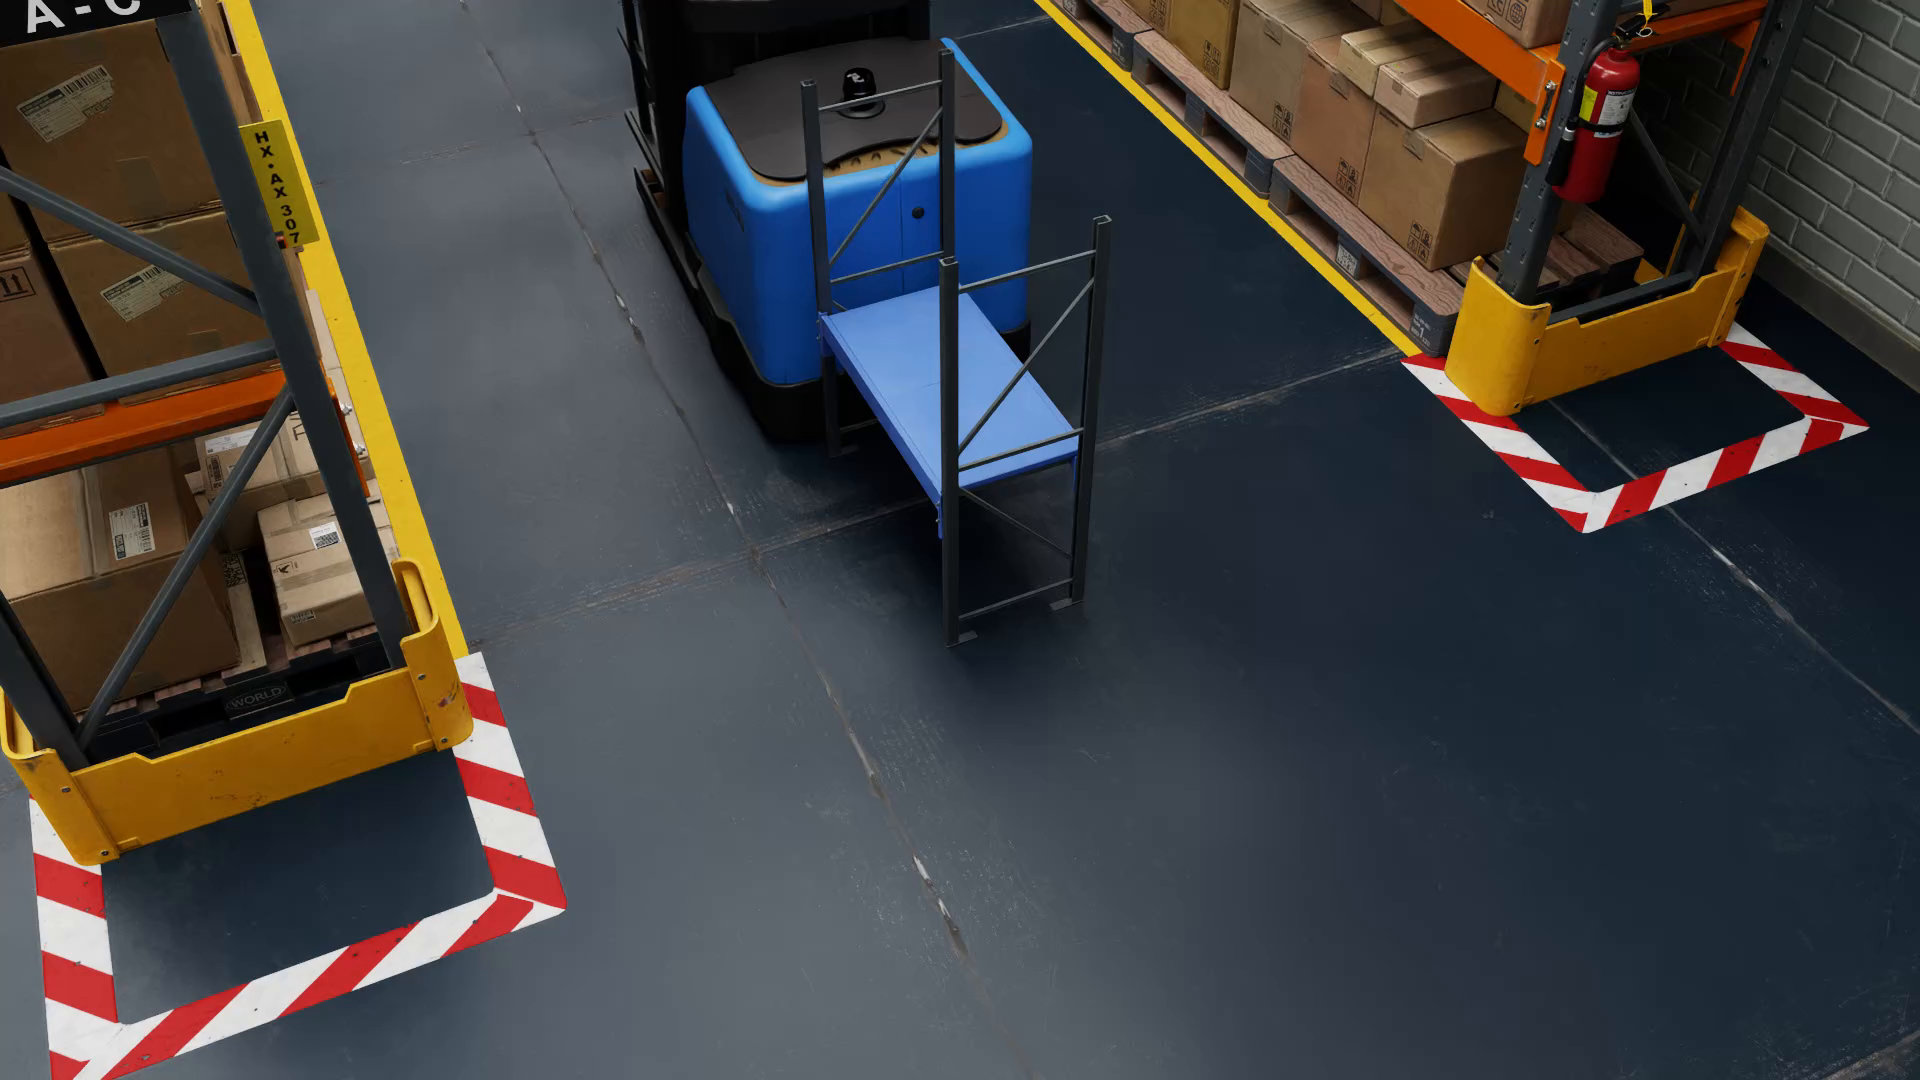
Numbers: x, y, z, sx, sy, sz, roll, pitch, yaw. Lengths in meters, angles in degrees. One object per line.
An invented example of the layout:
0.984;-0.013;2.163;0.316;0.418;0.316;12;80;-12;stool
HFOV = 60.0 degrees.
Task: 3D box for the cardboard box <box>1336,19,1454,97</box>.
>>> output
1.723;-1.908;6.567;0.380;0.149;0.250;-17;47;-16;cardboard box

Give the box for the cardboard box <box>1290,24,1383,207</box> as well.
1.840;-1.806;6.925;0.700;0.500;0.500;-18;47;-18;cardboard box

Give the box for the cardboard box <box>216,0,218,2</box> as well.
-3.722;-2.541;7.656;0.500;0.500;0.500;-20;48;-19;cardboard box

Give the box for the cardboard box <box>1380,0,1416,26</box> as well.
1.966;-2.179;6.842;0.380;0.149;0.250;-18;47;-17;cardboard box

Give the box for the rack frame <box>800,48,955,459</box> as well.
-0.250;-0.912;5.607;0.500;1.500;0.032;-18;47;-17;rack frame

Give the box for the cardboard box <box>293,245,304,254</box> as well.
-2.927;-1.336;6.570;0.500;0.311;0.500;-18;47;-17;cardboard box

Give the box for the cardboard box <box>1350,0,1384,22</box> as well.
1.858;-2.341;7.006;0.380;0.149;0.250;-17;47;-17;cardboard box

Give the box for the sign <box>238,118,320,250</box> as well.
-1.565;-0.814;3.823;0.100;0.325;0.005;-18;47;-17;sign

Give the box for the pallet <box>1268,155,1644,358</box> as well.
2.028;-1.304;6.922;1.003;0.211;1.213;-18;47;-17;pallet

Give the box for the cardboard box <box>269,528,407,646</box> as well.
-1.922;0.145;5.184;0.380;0.149;0.250;-18;47;-17;cardboard box

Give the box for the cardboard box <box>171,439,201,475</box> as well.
-2.882;-0.411;5.675;0.500;0.250;0.500;-18;47;-17;cardboard box

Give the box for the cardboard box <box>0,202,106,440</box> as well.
-2.493;-0.586;4.137;0.500;0.500;0.500;-17;47;-16;cardboard box

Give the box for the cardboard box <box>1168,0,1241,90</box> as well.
1.397;-2.463;7.592;0.700;0.500;0.500;-17;47;-16;cardboard box

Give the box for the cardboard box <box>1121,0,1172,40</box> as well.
1.183;-2.791;7.924;0.700;0.500;0.500;-18;48;-18;cardboard box

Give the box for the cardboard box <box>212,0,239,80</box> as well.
-2.644;-1.708;5.274;0.500;0.500;0.500;-17;47;-17;cardboard box

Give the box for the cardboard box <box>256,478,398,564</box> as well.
-2.027;-0.021;5.340;0.380;0.166;0.250;-18;47;-17;cardboard box

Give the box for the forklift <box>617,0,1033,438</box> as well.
-0.756;-2.461;6.157;1.130;2.935;3.031;-16;47;-15;forklift

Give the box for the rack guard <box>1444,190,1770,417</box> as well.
2.446;-0.905;6.312;1.175;0.500;0.348;-18;47;-17;rack guard

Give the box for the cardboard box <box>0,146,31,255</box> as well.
-2.494;-0.939;3.783;0.500;0.500;0.500;-18;48;-18;cardboard box

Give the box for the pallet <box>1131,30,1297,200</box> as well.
1.519;-2.081;7.708;1.003;0.211;1.213;-18;47;-17;pallet

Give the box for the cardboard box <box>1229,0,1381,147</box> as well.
1.628;-2.126;7.250;0.700;0.500;0.500;-19;48;-19;cardboard box

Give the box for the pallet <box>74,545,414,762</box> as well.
-2.426;0.091;5.507;1.003;0.211;1.213;-18;47;-17;pallet

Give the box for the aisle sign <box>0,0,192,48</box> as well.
-1.762;-1.314;3.095;0.394;0.787;0.004;-18;47;-17;aisle sign

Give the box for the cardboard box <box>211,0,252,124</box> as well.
-2.435;-1.389;4.951;0.500;0.500;0.500;-18;47;-18;cardboard box

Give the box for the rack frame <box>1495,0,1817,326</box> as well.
2.435;-1.810;5.449;1.000;3.000;0.127;-18;47;-17;rack frame

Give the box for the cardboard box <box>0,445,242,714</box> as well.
-2.510;0.114;4.965;0.500;0.500;0.500;-18;47;-17;cardboard box

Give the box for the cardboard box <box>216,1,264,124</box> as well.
-3.242;-1.882;6.988;0.500;0.500;0.500;-18;47;-17;cardboard box

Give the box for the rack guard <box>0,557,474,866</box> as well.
-2.089;0.496;4.891;1.175;0.500;0.348;-18;47;-17;rack guard

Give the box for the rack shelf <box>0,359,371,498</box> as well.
-2.898;-1.364;5.509;1.077;0.370;4.000;-18;47;-17;rack shelf

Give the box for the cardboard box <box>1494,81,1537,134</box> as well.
2.284;-1.697;6.353;0.380;0.149;0.250;-18;47;-17;cardboard box

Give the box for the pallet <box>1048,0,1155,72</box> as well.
1.002;-2.859;8.497;1.003;0.211;1.213;-18;47;-17;pallet

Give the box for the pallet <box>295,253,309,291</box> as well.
-2.935;-0.685;6.294;1.003;0.211;1.213;-18;47;-17;pallet

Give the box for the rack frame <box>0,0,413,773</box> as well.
-2.057;-0.345;3.964;1.000;3.000;0.127;-18;47;-17;rack frame

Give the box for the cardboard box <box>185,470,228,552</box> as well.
-2.598;-0.052;5.371;0.380;0.166;0.250;-18;47;-17;cardboard box

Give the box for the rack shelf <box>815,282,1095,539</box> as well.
-0.036;-0.460;5.405;0.538;0.185;1.000;-18;47;-17;rack shelf

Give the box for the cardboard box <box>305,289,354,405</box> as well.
-2.449;-0.591;5.857;0.500;0.250;0.500;-18;47;-17;cardboard box

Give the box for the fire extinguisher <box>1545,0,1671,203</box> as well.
2.080;-1.418;5.372;0.296;0.674;0.183;-18;47;-17;fire extinguisher

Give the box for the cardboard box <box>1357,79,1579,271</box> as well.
2.050;-1.487;6.602;0.700;0.500;0.500;-18;47;-17;cardboard box

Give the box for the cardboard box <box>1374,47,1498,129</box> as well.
1.831;-1.746;6.402;0.380;0.149;0.250;-19;48;-18;cardboard box

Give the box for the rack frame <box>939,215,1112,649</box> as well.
0.178;-0.264;4.950;0.500;1.500;0.032;-18;47;-17;rack frame

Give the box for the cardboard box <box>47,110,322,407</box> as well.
-2.005;-0.741;4.295;0.500;0.500;0.500;-17;47;-17;cardboard box

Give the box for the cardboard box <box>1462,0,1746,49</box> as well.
2.212;-2.239;5.670;0.980;0.700;0.700;-16;47;-16;cardboard box

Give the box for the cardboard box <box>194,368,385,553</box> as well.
-2.239;-0.272;5.534;0.500;0.250;0.500;-18;47;-17;cardboard box

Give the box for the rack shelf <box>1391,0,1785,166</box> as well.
1.594;-2.829;6.994;1.077;0.370;4.000;-18;47;-17;rack shelf

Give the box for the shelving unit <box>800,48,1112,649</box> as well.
-0.036;-0.588;5.278;0.538;1.500;1.048;-18;47;-17;shelving unit

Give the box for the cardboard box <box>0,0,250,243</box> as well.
-2.005;-1.097;3.943;0.500;0.500;0.500;-17;47;-16;cardboard box
